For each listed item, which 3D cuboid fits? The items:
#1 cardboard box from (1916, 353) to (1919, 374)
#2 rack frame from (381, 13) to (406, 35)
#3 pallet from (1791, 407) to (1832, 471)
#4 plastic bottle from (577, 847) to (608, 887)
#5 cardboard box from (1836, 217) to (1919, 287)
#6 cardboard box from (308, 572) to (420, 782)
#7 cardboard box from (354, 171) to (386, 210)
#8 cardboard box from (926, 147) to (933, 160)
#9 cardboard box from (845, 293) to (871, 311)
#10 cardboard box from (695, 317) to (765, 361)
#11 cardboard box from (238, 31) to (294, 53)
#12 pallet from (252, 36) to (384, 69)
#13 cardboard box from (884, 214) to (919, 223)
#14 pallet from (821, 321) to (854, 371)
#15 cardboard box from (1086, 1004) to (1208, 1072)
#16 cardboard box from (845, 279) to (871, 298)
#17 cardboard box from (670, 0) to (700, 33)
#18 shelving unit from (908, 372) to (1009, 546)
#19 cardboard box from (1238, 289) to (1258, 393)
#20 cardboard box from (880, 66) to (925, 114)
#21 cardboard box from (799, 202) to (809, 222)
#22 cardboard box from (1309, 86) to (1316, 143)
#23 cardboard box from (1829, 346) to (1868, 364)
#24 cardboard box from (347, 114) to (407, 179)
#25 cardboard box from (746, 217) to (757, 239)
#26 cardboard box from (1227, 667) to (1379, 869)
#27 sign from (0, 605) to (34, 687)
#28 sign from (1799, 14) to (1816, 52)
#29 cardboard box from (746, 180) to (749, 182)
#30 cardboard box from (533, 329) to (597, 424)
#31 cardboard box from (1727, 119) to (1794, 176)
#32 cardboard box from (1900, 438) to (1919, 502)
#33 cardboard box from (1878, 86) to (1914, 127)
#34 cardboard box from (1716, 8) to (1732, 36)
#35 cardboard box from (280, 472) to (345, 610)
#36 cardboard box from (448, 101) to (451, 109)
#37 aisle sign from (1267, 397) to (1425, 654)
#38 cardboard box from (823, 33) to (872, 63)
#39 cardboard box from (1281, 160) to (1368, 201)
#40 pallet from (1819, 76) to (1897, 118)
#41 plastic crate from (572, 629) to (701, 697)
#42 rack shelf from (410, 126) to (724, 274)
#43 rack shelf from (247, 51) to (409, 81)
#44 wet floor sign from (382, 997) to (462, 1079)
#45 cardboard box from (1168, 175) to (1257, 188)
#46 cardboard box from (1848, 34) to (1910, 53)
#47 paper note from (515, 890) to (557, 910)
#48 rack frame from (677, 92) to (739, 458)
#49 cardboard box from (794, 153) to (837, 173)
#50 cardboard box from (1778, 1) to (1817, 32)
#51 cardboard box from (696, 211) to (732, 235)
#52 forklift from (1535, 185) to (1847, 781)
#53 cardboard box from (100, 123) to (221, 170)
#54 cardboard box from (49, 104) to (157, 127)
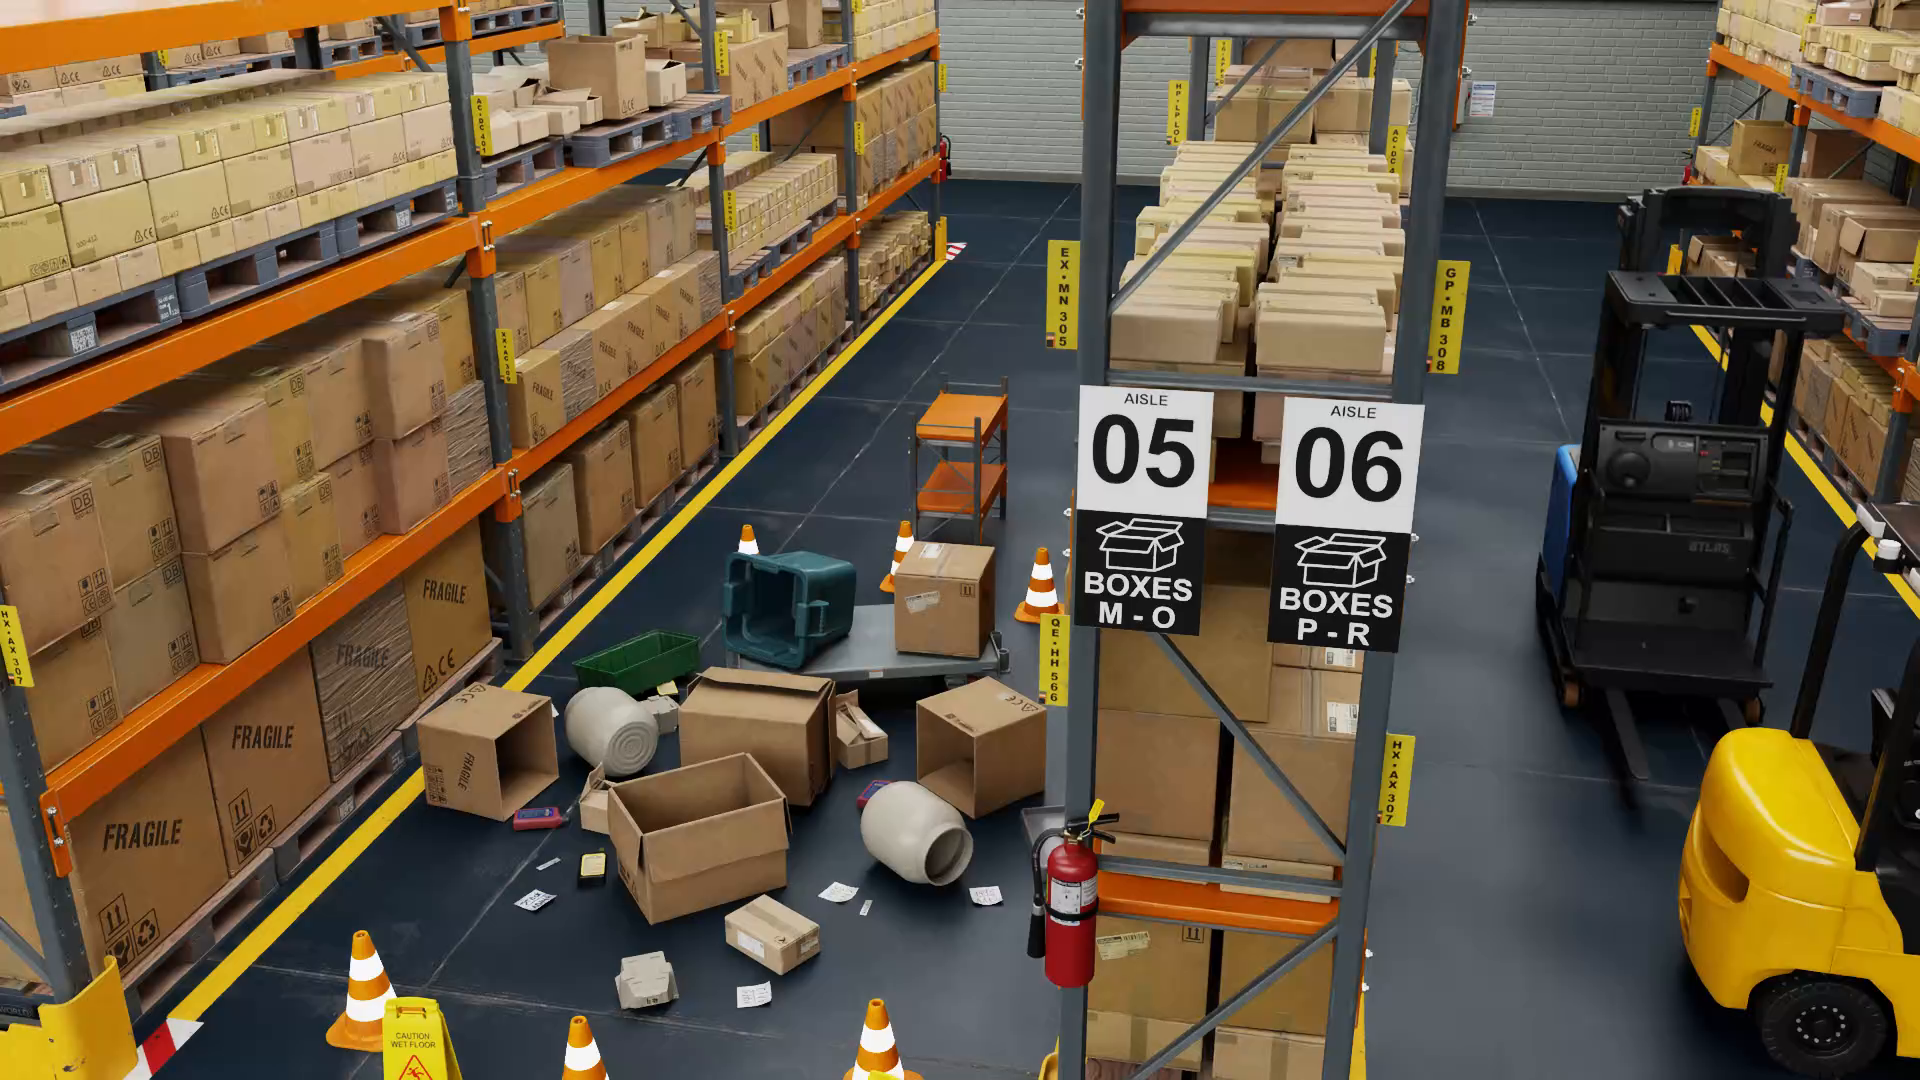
[{"bbox_3d":[7.010,-1.212,11.547,0.500,0.250,0.500,5,22,11],"label":"cardboard box"},{"bbox_3d":[-6.405,-6.803,17.199,1.000,3.000,0.127,4,22,11],"label":"rack frame"},{"bbox_3d":[7.781,-0.846,14.172,1.003,0.211,1.213,4,22,11],"label":"pallet"},{"bbox_3d":[-1.822,1.618,8.255,0.133,0.061,0.283,-3,22,-8],"label":"plastic bottle"},{"bbox_3d":[7.492,-2.279,13.296,0.797,0.503,0.637,4,22,10],"label":"cardboard box"},{"bbox_3d":[-3.580,0.666,8.966,0.875,0.875,0.875,5,22,11],"label":"cardboard box"},{"bbox_3d":[-3.119,-1.757,8.327,0.380,0.149,0.250,5,22,11],"label":"cardboard box"},{"bbox_3d":[-0.544,-4.811,20.619,0.380,0.149,0.250,4,22,11],"label":"cardboard box"},{"bbox_3d":[-1.181,-2.586,18.014,0.380,0.149,0.250,3,22,9],"label":"cardboard box"},{"bbox_3d":[-2.009,-1.759,14.486,0.500,0.250,0.500,3,22,8],"label":"cardboard box"},{"bbox_3d":[-6.825,-4.940,15.889,0.797,0.503,0.637,4,22,10],"label":"cardboard box"},{"bbox_3d":[-6.544,-4.984,16.954,0.805,0.209,1.217,4,22,9],"label":"pallet"},{"bbox_3d":[-0.721,-3.916,20.519,0.380,0.149,0.250,5,22,12],"label":"cardboard box"},{"bbox_3d":[-1.728,-2.027,17.103,1.003,0.211,1.213,4,22,11],"label":"pallet"},{"bbox_3d":[0.754,1.880,6.789,0.500,0.250,0.500,4,22,11],"label":"cardboard box"},{"bbox_3d":[-1.183,-2.724,17.957,0.380,0.149,0.250,5,23,13],"label":"cardboard box"},{"bbox_3d":[-2.316,-4.575,14.524,0.396,0.266,0.258,4,22,11],"label":"cardboard box"},{"bbox_3d":[0.001,-0.524,12.150,0.538,1.125,1.048,4,22,11],"label":"shelving unit"},{"bbox_3d":[0.805,-0.726,5.929,0.500,0.250,0.500,4,22,10],"label":"cardboard box"},{"bbox_3d":[-0.707,-5.344,19.738,0.500,0.500,0.500,4,22,9],"label":"cardboard box"},{"bbox_3d":[-1.665,-3.143,15.917,0.380,0.149,0.250,3,22,9],"label":"cardboard box"},{"bbox_3d":[2.197,-2.681,10.842,0.797,0.503,0.637,4,22,11],"label":"cardboard box"},{"bbox_3d":[7.591,-1.530,14.052,0.380,0.149,0.250,5,22,11],"label":"cardboard box"},{"bbox_3d":[-3.155,-1.996,8.385,0.500,0.250,0.500,4,22,11],"label":"cardboard box"},{"bbox_3d":[-1.987,-2.717,14.461,0.380,0.149,0.250,4,22,9],"label":"cardboard box"},{"bbox_3d":[1.216,0.788,5.851,0.500,0.500,0.500,4,22,10],"label":"cardboard box"},{"bbox_3d":[-3.477,0.390,6.106,0.100,0.325,0.005,4,22,11],"label":"sign"},{"bbox_3d":[7.623,-4.557,14.947,0.100,0.325,0.005,4,22,11],"label":"sign"},{"bbox_3d":[-2.257,-3.428,16.225,0.380,0.149,0.250,4,22,9],"label":"cardboard box"},{"bbox_3d":[-2.730,-1.082,10.892,0.500,0.500,0.500,5,22,11],"label":"cardboard box"},{"bbox_3d":[8.310,-4.073,17.250,0.500,0.500,0.500,5,22,12],"label":"cardboard box"},{"bbox_3d":[7.199,-0.291,11.677,0.875,0.625,0.625,5,23,13],"label":"cardboard box"},{"bbox_3d":[7.411,-3.320,12.767,0.500,0.250,0.500,4,22,11],"label":"cardboard box"},{"bbox_3d":[8.614,-5.669,18.202,0.500,0.250,0.500,4,22,10],"label":"cardboard box"},{"bbox_3d":[-3.592,-0.020,8.188,0.875,0.550,0.500,4,22,11],"label":"cardboard box"},{"bbox_3d":[-3.215,-2.513,10.067,0.500,0.250,0.500,5,22,11],"label":"cardboard box"},{"bbox_3d":[1.138,-0.036,4.947,0.394,0.787,0.004,4,22,11],"label":"aisle sign"},{"bbox_3d":[-1.217,-5.076,17.128,0.500,0.250,0.500,6,23,14],"label":"cardboard box"},{"bbox_3d":[1.694,-1.662,7.718,0.380,0.149,0.250,5,22,12],"label":"cardboard box"},{"bbox_3d":[7.746,-3.579,13.462,1.213,0.211,1.003,4,22,11],"label":"pallet"},{"bbox_3d":[-1.956,0.762,10.134,0.450,0.188,0.662,7,21,42],"label":"plastic crate"},{"bbox_3d":[-2.795,-2.468,11.415,1.077,0.370,4.000,4,22,11],"label":"rack shelf"},{"bbox_3d":[-6.813,-4.346,16.078,1.077,0.370,4.000,4,22,11],"label":"rack shelf"},{"bbox_3d":[-2.086,2.037,6.431,0.267,0.644,0.232,1,22,2],"label":"wet floor sign"},{"bbox_3d":[1.112,-1.511,7.345,0.380,0.149,0.250,4,22,9],"label":"cardboard box"},{"bbox_3d":[7.567,-4.079,13.694,0.380,0.149,0.250,5,22,12],"label":"cardboard box"},{"bbox_3d":[-2.045,1.733,8.012,0.144,0.017,0.142,13,25,29],"label":"paper note"},{"bbox_3d":[-2.386,-2.142,13.657,1.000,3.000,0.127,4,22,11],"label":"rack frame"},{"bbox_3d":[-1.461,-3.798,16.746,0.380,0.149,0.250,5,23,13],"label":"cardboard box"},{"bbox_3d":[8.119,-4.969,15.793,0.500,0.250,0.500,4,22,10],"label":"cardboard box"},{"bbox_3d":[-2.102,-2.652,13.902,0.380,0.149,0.250,4,22,11],"label":"cardboard box"},{"bbox_3d":[4.169,-0.437,9.514,1.130,2.935,3.031,5,22,11],"label":"forklift"},{"bbox_3d":[-3.379,-1.665,7.030,0.380,0.149,0.250,4,22,10],"label":"cardboard box"},{"bbox_3d":[-3.920,-1.902,7.618,0.380,0.149,0.250,4,22,11],"label":"cardboard box"}]
